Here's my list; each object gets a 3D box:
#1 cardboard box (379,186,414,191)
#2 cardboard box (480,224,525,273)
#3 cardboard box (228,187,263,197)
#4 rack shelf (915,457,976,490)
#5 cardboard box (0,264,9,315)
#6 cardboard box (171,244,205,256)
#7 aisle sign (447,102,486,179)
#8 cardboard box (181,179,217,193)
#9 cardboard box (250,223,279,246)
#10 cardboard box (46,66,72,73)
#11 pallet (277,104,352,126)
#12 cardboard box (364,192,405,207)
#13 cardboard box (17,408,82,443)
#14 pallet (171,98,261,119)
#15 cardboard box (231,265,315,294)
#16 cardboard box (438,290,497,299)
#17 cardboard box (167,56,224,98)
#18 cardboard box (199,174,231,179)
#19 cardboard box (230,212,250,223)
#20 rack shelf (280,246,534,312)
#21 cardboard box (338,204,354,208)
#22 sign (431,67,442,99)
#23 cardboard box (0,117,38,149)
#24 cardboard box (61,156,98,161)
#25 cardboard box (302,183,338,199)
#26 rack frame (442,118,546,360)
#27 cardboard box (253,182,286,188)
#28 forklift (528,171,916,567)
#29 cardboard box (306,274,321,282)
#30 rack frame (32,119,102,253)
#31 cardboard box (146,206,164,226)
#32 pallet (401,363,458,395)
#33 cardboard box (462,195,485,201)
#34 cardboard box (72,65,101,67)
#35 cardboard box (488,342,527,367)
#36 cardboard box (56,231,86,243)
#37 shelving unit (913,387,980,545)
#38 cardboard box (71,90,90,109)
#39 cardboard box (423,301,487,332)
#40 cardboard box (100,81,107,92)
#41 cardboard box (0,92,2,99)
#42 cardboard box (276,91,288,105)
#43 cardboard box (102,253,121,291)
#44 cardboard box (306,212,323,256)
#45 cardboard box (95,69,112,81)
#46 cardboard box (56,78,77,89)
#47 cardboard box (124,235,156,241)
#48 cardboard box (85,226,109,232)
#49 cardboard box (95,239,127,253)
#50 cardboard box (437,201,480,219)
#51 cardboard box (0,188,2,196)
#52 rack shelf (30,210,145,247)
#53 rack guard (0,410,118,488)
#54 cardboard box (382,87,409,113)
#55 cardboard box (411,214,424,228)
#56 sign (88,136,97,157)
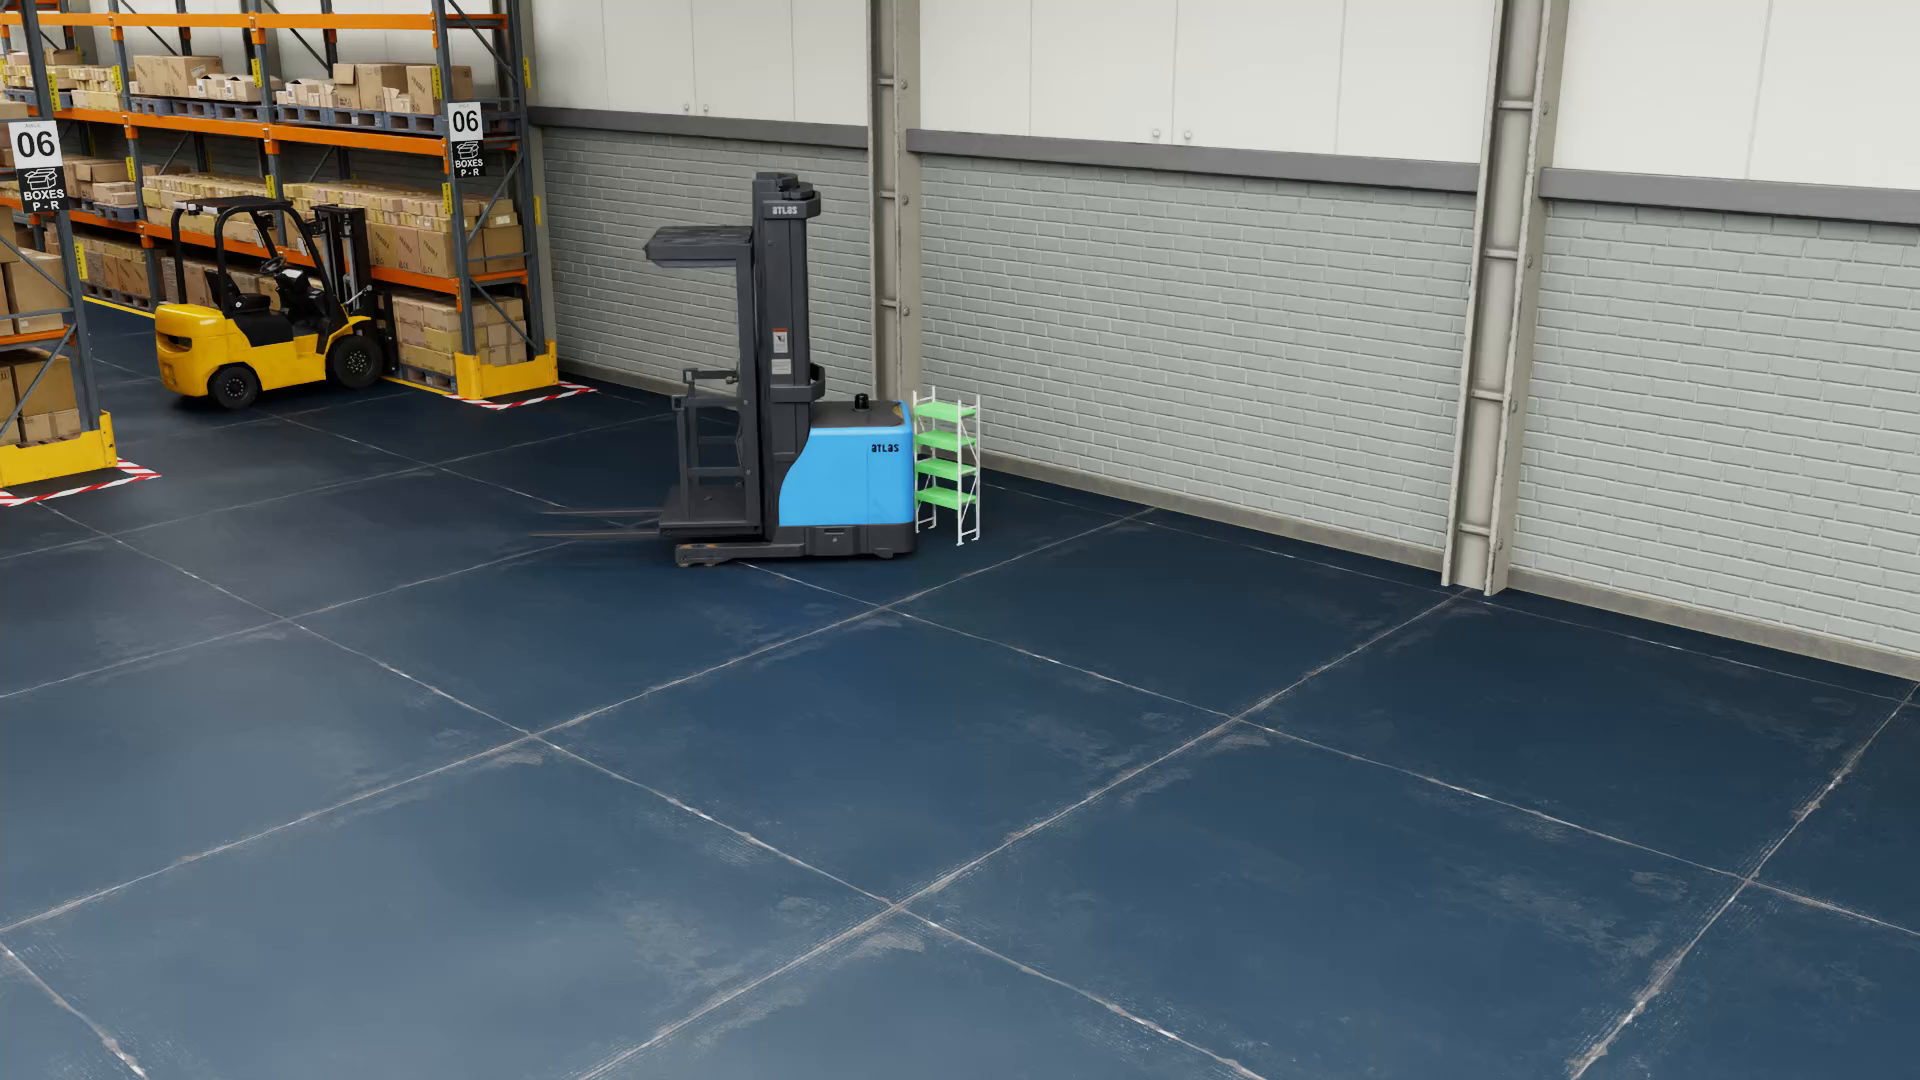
[{"bbox_3d":[-6.791,-4.196,20.144,0.250,0.149,0.380,15,23,39],"label":"cardboard box"},{"bbox_3d":[-5.361,-3.364,19.088,0.500,0.500,0.500,16,24,41],"label":"cardboard box"},{"bbox_3d":[-9.207,-4.464,21.481,0.250,0.149,0.380,14,22,38],"label":"cardboard box"},{"bbox_3d":[-0.109,-0.544,13.552,0.480,0.148,0.258,15,23,40],"label":"rack shelf"},{"bbox_3d":[-9.055,-2.266,15.137,0.500,0.500,0.500,15,23,38],"label":"cardboard box"},{"bbox_3d":[-11.341,-4.253,24.421,0.250,0.149,0.380,17,24,42],"label":"cardboard box"},{"bbox_3d":[-5.320,-4.314,17.947,0.004,0.787,0.394,15,23,39],"label":"aisle sign"},{"bbox_3d":[-10.294,-4.794,22.521,0.250,0.149,0.380,15,23,40],"label":"cardboard box"},{"bbox_3d":[-8.717,-3.928,21.277,0.500,0.250,0.500,16,23,40],"label":"cardboard box"},{"bbox_3d":[-13.208,-6.861,24.376,0.250,0.149,0.380,15,23,40],"label":"cardboard box"},{"bbox_3d":[-7.511,-5.179,20.160,1.213,0.211,1.003,15,23,39],"label":"pallet"},{"bbox_3d":[-6.734,-3.984,19.476,0.250,0.149,0.380,15,23,40],"label":"cardboard box"},{"bbox_3d":[-8.886,-1.144,16.110,0.500,0.250,0.500,15,23,39],"label":"cardboard box"},{"bbox_3d":[-9.753,-5.760,22.156,1.213,0.211,1.003,16,24,42],"label":"pallet"},{"bbox_3d":[-9.139,-3.285,22.236,0.625,0.625,0.875,15,23,39],"label":"cardboard box"},{"bbox_3d":[-5.785,-2.759,19.545,0.500,0.250,0.500,15,23,39],"label":"cardboard box"},{"bbox_3d":[-10.017,-6.081,21.829,0.500,0.500,0.500,16,23,41],"label":"cardboard box"},{"bbox_3d":[-10.357,-5.005,23.185,0.250,0.149,0.380,15,23,39],"label":"cardboard box"},{"bbox_3d":[-9.093,-4.266,21.518,0.500,0.250,0.500,14,23,38],"label":"cardboard box"},{"bbox_3d":[-6.670,-3.213,19.965,4.000,0.370,1.077,15,23,39],"label":"rack shelf"},{"bbox_3d":[-7.164,-3.927,19.789,0.250,0.149,0.380,14,22,38],"label":"cardboard box"},{"bbox_3d":[-5.545,-4.848,17.637,0.005,0.325,0.100,15,23,39],"label":"sign"},{"bbox_3d":[-8.666,-3.692,15.082,0.500,0.250,0.500,15,23,38],"label":"cardboard box"},{"bbox_3d":[-13.549,-5.560,25.311,0.500,0.500,0.700,15,23,40],"label":"cardboard box"},{"bbox_3d":[-7.858,-4.297,20.462,0.250,0.149,0.380,15,23,40],"label":"cardboard box"},{"bbox_3d":[-5.175,-3.154,18.591,0.127,3.000,1.000,15,23,39],"label":"rack frame"},{"bbox_3d":[-9.205,-4.701,22.228,0.250,0.149,0.380,15,23,39],"label":"cardboard box"},{"bbox_3d":[-1.892,-1.355,13.037,3.031,2.935,1.130,-1,18,-4],"label":"forklift"},{"bbox_3d":[-8.013,-3.155,20.793,0.500,0.250,0.500,15,23,38],"label":"cardboard box"},{"bbox_3d":[-14.150,-5.563,26.183,0.127,3.000,1.000,15,23,39],"label":"rack frame"},{"bbox_3d":[-10.988,-4.544,23.220,0.500,0.250,0.500,15,23,39],"label":"cardboard box"},{"bbox_3d":[-5.774,-1.969,19.467,1.213,0.211,1.003,15,23,39],"label":"pallet"},{"bbox_3d":[-5.664,-3.878,19.144,0.250,0.149,0.380,16,23,40],"label":"cardboard box"},{"bbox_3d":[-13.080,-7.021,24.882,0.250,0.149,0.380,14,22,38],"label":"cardboard box"},{"bbox_3d":[-5.412,-2.186,19.394,0.500,0.250,0.500,15,23,39],"label":"cardboard box"},{"bbox_3d":[-13.800,-4.711,25.863,0.250,0.149,0.380,14,23,38],"label":"cardboard box"},{"bbox_3d":[-0.109,-0.605,13.533,0.503,1.200,0.258,15,23,40],"label":"shelving unit"},{"bbox_3d":[-12.454,-6.368,24.007,0.500,0.250,0.500,15,23,39],"label":"cardboard box"},{"bbox_3d":[-5.726,-2.542,18.861,0.500,0.250,0.500,16,24,41],"label":"cardboard box"},{"bbox_3d":[-11.944,-6.440,23.576,0.250,0.149,0.380,16,23,40],"label":"cardboard box"},{"bbox_3d":[-14.796,-6.929,25.942,0.250,0.149,0.380,15,23,39],"label":"cardboard box"},{"bbox_3d":[-8.032,-5.356,20.127,0.250,0.149,0.380,16,23,40],"label":"cardboard box"},{"bbox_3d":[-12.378,-4.013,24.735,0.500,0.500,0.500,16,24,42],"label":"cardboard box"},{"bbox_3d":[-7.607,-3.756,20.322,0.500,0.500,0.500,16,23,40],"label":"cardboard box"},{"bbox_3d":[-11.971,-6.571,23.497,0.250,0.149,0.380,14,22,37],"label":"cardboard box"},{"bbox_3d":[-13.024,-6.668,24.262,0.250,0.149,0.380,16,23,40],"label":"cardboard box"},{"bbox_3d":[-12.518,-4.565,25.402,0.250,0.149,0.380,14,22,37],"label":"cardboard box"},{"bbox_3d":[-13.683,-4.873,26.372,0.250,0.149,0.380,14,22,37],"label":"cardboard box"},{"bbox_3d":[-12.669,-4.393,24.860,0.250,0.149,0.380,14,22,37],"label":"cardboard box"},{"bbox_3d":[-5.582,-3.677,18.509,0.250,0.149,0.380,15,23,39],"label":"cardboard box"},{"bbox_3d":[-15.364,-5.648,26.866,0.250,0.149,0.380,15,23,38],"label":"cardboard box"},{"bbox_3d":[-12.654,-4.819,25.027,4.000,0.370,1.077,15,23,39],"label":"rack shelf"},{"bbox_3d":[-8.523,-0.854,15.476,0.348,0.500,1.175,15,23,39],"label":"rack guard"},{"bbox_3d":[-6.186,-4.916,18.547,0.258,0.266,0.396,15,23,39],"label":"cardboard box"},{"bbox_3d":[-5.984,-3.628,18.846,0.250,0.149,0.380,16,23,40],"label":"cardboard box"},{"bbox_3d":[-13.784,-6.242,26.406,0.005,0.325,0.100,15,23,39],"label":"sign"}]
